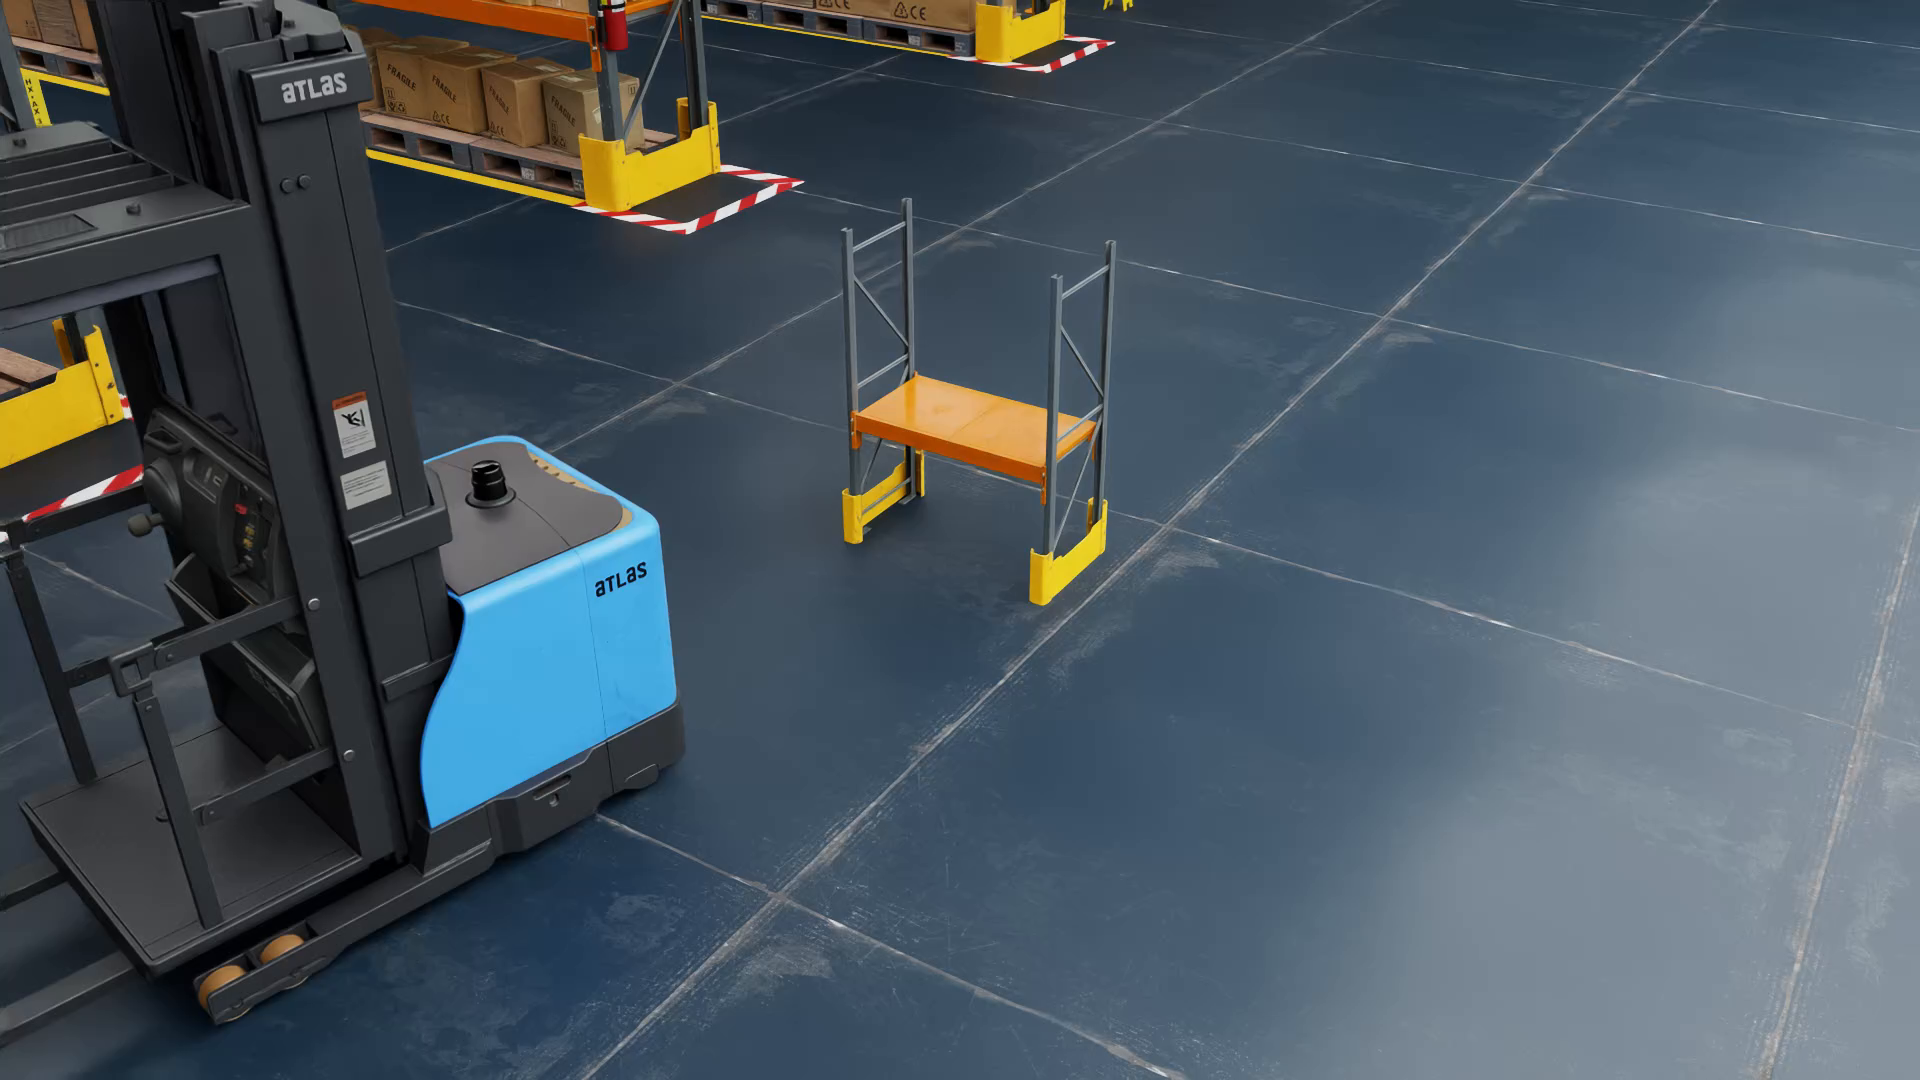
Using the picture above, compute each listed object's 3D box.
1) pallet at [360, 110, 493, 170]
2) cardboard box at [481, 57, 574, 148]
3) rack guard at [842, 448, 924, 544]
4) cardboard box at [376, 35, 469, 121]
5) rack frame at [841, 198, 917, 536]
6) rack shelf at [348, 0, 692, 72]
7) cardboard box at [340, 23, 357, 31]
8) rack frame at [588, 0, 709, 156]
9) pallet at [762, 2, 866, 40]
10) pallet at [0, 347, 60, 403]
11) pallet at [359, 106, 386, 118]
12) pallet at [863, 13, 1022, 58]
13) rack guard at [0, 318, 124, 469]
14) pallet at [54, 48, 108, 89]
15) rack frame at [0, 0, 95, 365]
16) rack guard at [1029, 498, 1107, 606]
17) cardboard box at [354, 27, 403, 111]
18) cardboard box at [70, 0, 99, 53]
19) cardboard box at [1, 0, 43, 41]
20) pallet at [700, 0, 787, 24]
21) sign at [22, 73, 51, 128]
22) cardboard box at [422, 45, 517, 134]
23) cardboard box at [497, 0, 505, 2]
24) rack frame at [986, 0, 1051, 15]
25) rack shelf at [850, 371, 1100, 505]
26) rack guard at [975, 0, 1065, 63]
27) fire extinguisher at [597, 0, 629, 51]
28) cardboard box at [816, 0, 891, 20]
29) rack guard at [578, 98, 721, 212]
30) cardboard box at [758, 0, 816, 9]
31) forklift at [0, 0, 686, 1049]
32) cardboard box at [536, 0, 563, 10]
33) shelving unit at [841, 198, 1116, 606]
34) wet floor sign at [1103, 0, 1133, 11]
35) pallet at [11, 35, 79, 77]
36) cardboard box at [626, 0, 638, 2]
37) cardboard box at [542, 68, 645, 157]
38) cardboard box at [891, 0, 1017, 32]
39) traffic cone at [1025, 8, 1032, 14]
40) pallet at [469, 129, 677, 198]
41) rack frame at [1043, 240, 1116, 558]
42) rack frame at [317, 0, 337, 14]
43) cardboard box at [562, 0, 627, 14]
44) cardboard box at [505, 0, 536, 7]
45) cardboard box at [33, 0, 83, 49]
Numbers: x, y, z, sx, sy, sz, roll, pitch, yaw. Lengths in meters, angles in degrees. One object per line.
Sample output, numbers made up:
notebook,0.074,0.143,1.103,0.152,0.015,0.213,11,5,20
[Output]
pallet,-3.931,-3.242,13.097,1.213,0.211,1.003,18,35,27
cardboard box,-3.213,-3.287,12.472,0.500,0.500,0.500,-25,38,-36
rack guard,-0.357,-0.221,7.881,0.087,0.250,0.587,18,35,27
cardboard box,-4.182,-3.632,13.062,0.500,0.500,0.500,14,33,23
rack frame,-0.358,-0.761,7.566,0.032,1.500,0.500,18,35,27
rack shelf,-3.862,-4.091,12.499,4.000,0.370,1.077,18,35,27
cardboard box,-5.239,-3.915,13.548,0.500,0.500,0.500,16,34,26
rack frame,-2.168,-3.866,11.400,0.127,3.000,1.000,18,35,27
pallet,-1.194,-5.259,16.555,1.213,0.211,1.003,18,35,27
pallet,-5.576,-0.768,8.856,1.213,0.211,1.003,18,35,27
pallet,-4.969,-3.568,13.657,1.213,0.211,1.003,18,35,27
pallet,-0.165,-4.932,15.994,1.213,0.211,1.003,18,35,27
rack guard,-4.891,-0.672,8.406,0.348,0.500,1.175,18,35,27
pallet,-7.254,-4.267,14.855,1.213,0.211,1.003,18,35,27
rack frame,-4.801,-1.752,7.776,0.127,3.000,1.000,18,35,27
rack guard,0.486,0.046,7.423,0.087,0.250,0.587,18,35,27
cardboard box,-4.750,-3.765,13.290,0.500,0.500,0.500,-23,37,-33
cardboard box,-7.406,-4.656,14.799,0.500,0.500,0.700,21,36,31
cardboard box,-8.366,-4.948,15.299,0.500,0.500,0.700,16,34,25
pallet,-2.231,-5.586,17.115,1.213,0.211,1.003,18,35,27
sign,-4.505,-2.105,8.107,0.005,0.325,0.100,18,35,27
cardboard box,-3.733,-3.463,12.773,0.500,0.500,0.500,21,36,32
cardboard box,-3.174,-3.931,11.761,0.250,0.149,0.380,18,35,27
rack frame,0.554,-5.956,14.982,0.127,3.000,1.000,18,35,27
rack shelf,0.072,-0.470,7.424,1.000,0.185,0.538,18,35,27
rack guard,0.574,-4.869,15.601,0.348,0.500,1.175,18,35,27
fire extinguisher,-2.316,-3.605,11.029,0.183,0.674,0.296,18,35,27
cardboard box,-0.802,-5.608,16.077,0.875,0.875,0.875,17,34,27
rack guard,-2.233,-2.806,12.064,0.348,0.500,1.175,18,35,27
cardboard box,-1.573,-5.853,16.497,0.875,0.875,0.875,18,35,28
forklift,-2.429,-0.063,4.950,3.031,2.935,1.130,-27,39,-38
cardboard box,-2.731,-3.813,11.558,0.250,0.149,0.380,18,35,27
shelving unit,0.065,-0.627,7.337,1.083,1.500,0.587,18,35,27
wet floor sign,1.631,-5.776,17.010,0.232,0.644,0.267,12,32,19
pallet,-8.283,-4.594,15.416,1.213,0.211,1.003,18,35,27
cardboard box,-2.283,-3.935,11.768,0.250,0.149,0.380,18,35,27
cardboard box,-2.688,-3.142,12.223,0.500,0.500,0.500,25,39,36
cardboard box,-0.055,-5.373,15.674,0.875,0.875,0.875,18,35,28
traffic cone,0.859,-5.608,16.904,0.334,0.463,0.336,18,35,27
pallet,-2.902,-2.914,12.536,1.213,0.211,1.003,18,35,27
rack frame,0.503,-0.489,7.099,0.032,1.500,0.500,18,35,27
rack frame,-5.556,-4.937,13.236,0.127,3.000,1.000,18,35,27
cardboard box,-2.519,-3.746,11.443,0.250,0.149,0.380,18,35,27
cardboard box,-2.970,-3.858,11.635,0.250,0.149,0.380,18,35,27
cardboard box,-7.889,-4.805,15.054,0.500,0.500,0.700,15,33,23
